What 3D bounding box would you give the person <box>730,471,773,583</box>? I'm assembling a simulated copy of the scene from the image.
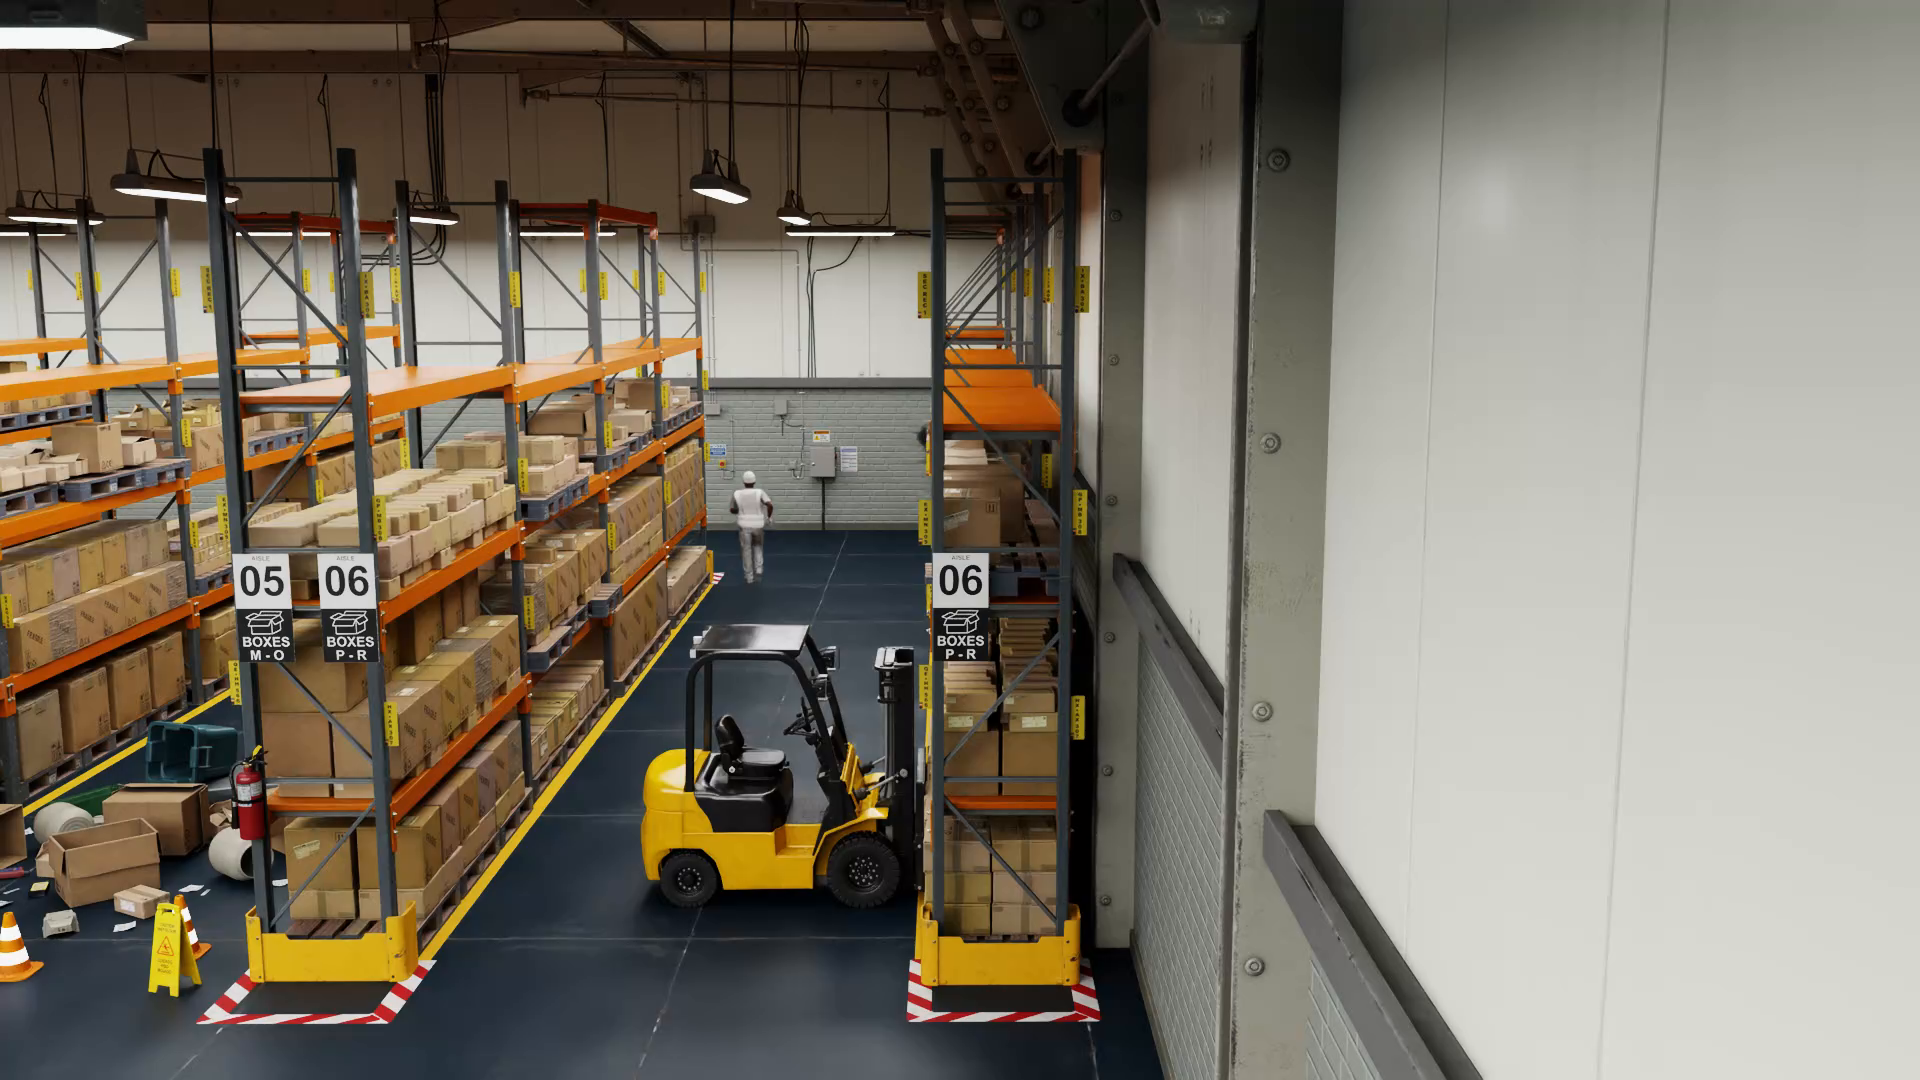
[{"bbox_3d":[-3.296,-0.187,26.269,0.654,1.822,0.726,-2,9,-11],"label":"person"}]
